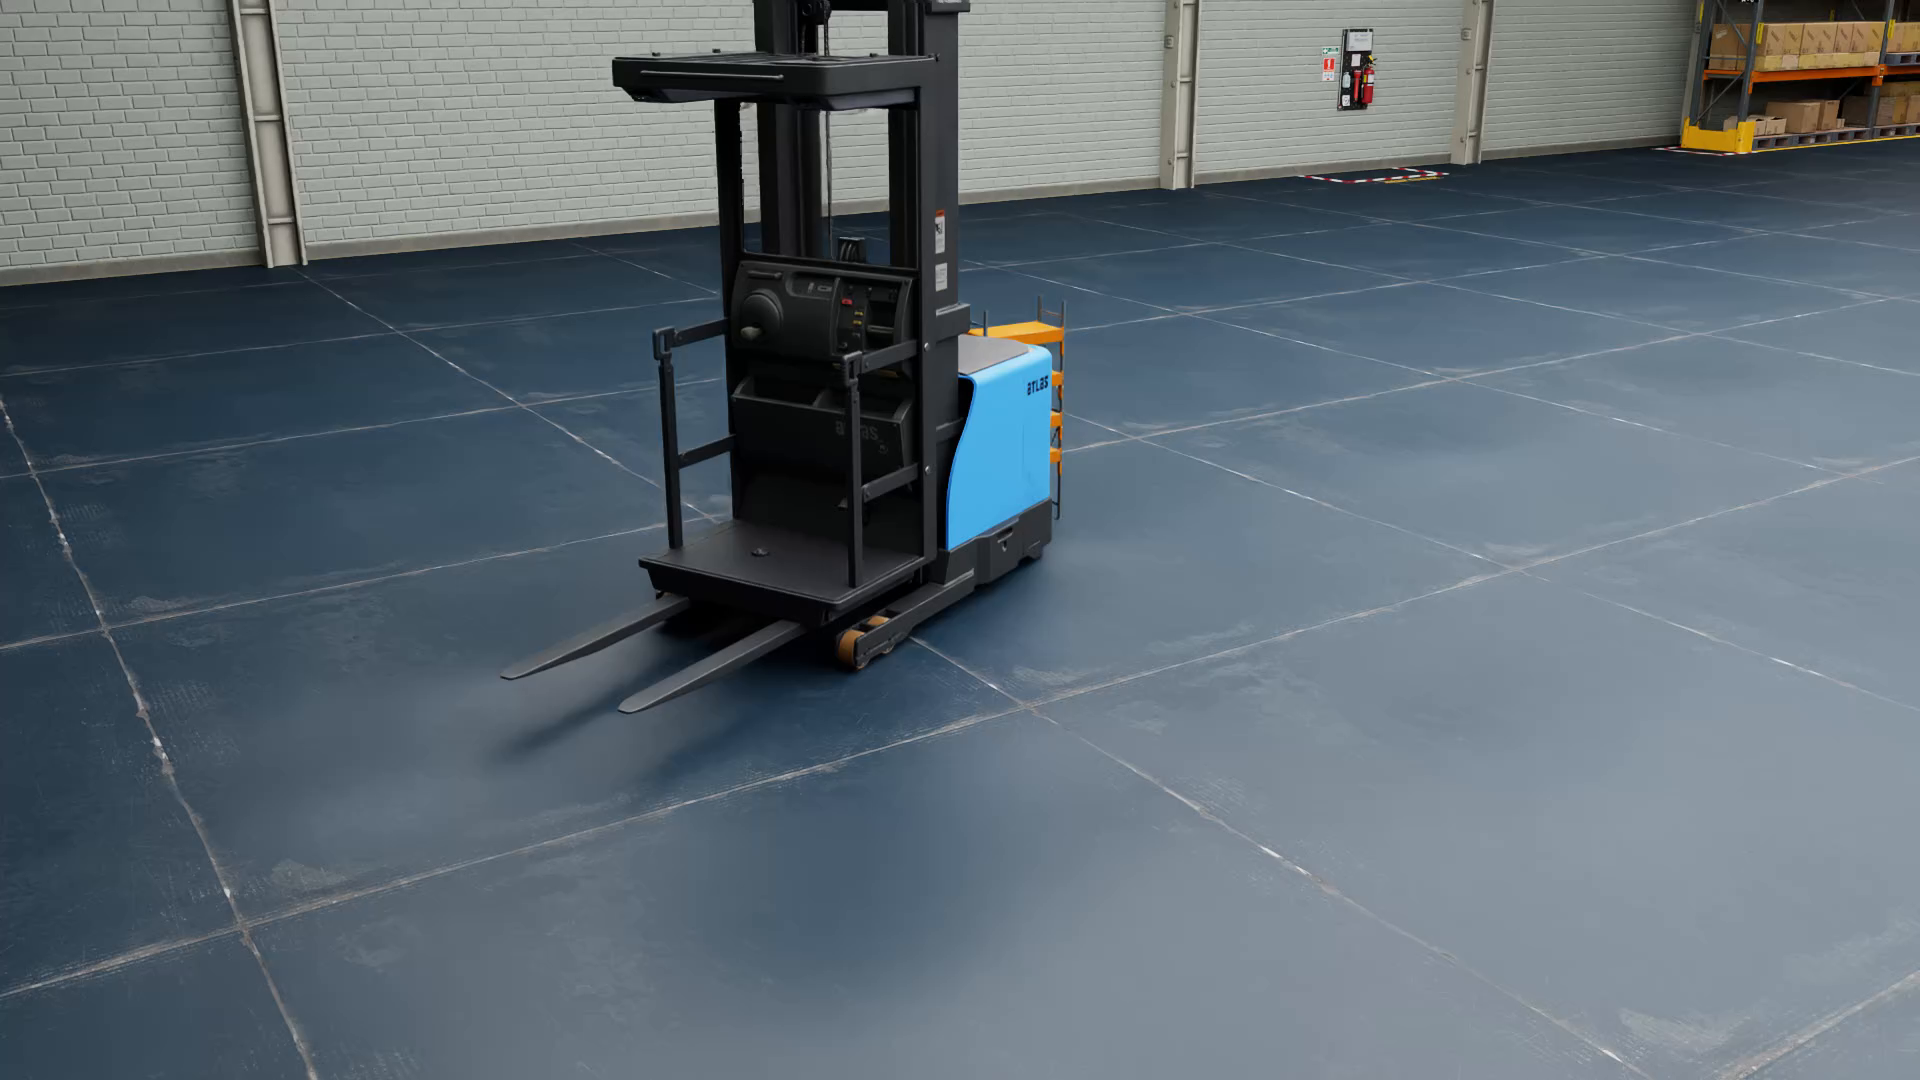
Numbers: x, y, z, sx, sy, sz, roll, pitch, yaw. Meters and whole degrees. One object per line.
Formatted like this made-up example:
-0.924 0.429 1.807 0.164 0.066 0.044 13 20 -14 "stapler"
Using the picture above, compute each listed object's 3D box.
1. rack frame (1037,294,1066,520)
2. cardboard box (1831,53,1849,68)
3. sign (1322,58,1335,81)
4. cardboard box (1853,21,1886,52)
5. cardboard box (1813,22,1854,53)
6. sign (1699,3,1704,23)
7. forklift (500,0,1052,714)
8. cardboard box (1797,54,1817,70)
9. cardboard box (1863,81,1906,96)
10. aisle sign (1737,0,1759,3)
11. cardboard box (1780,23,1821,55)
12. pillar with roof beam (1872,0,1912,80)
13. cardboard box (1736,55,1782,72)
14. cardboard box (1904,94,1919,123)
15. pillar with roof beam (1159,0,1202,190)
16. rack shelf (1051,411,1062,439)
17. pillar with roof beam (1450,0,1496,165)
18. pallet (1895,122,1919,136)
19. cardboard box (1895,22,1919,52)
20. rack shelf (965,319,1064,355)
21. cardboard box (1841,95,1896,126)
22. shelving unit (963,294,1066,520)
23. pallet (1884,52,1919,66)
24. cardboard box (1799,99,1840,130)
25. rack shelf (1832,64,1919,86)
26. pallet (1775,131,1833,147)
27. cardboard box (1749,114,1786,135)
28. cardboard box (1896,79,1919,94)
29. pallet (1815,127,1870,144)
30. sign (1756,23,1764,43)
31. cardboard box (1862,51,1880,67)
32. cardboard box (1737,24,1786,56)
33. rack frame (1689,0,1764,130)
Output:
0.483 -0.709 8.970 0.015 1.200 0.240 -11 22 -30 "rack frame"
15.240 -8.443 29.237 0.500 0.250 0.500 -12 22 -32 "cardboard box"
5.455 -6.962 24.600 0.234 0.329 0.001 -12 22 -31 "sign"
16.077 -8.975 29.640 0.500 0.500 0.500 -12 22 -32 "cardboard box"
15.236 -8.799 29.122 0.500 0.500 0.500 -13 22 -33 "cardboard box"
12.672 -8.993 28.360 0.005 0.325 0.100 -12 22 -31 "sign"
-0.725 -1.006 7.144 1.130 2.935 3.031 11 22 29 "forklift"
14.397 -8.265 28.713 0.500 0.250 0.500 -12 22 -32 "cardboard box"
17.273 -8.439 31.069 0.500 0.250 0.500 -12 22 -33 "cardboard box"
13.066 -9.281 27.455 0.004 0.787 0.394 -12 22 -31 "aisle sign"
14.378 -8.614 28.572 0.500 0.500 0.500 -13 22 -33 "cardboard box"
20.448 -11.245 27.955 0.400 9.000 9.100 -12 22 -31 "pillar with roof beam"
13.543 -8.082 28.170 0.500 0.250 0.500 -13 22 -33 "cardboard box"
17.759 -8.189 31.500 0.500 0.500 0.700 -12 22 -31 "cardboard box"
5.415 -8.074 18.576 0.400 9.000 9.100 -12 22 -31 "pillar with roof beam"
0.277 -0.604 8.867 0.480 0.148 0.258 -11 22 -30 "rack shelf"
10.426 -9.131 21.702 0.400 9.000 9.100 -12 22 -31 "pillar with roof beam"
17.971 -7.880 31.723 1.213 0.211 1.003 -12 22 -31 "pallet"
17.216 -9.280 30.667 0.500 0.500 0.700 -9 21 -26 "cardboard box"
0.277 -1.040 8.720 0.480 0.148 0.258 -11 22 -30 "rack shelf"
16.907 -8.005 30.957 0.500 0.500 0.700 -11 22 -30 "cardboard box"
0.277 -0.667 8.846 0.503 1.200 0.258 -11 22 -30 "shelving unit"
17.020 -8.852 30.544 1.213 0.211 1.003 -12 22 -31 "pallet"
15.457 -7.678 29.988 0.500 0.500 0.500 -14 23 -35 "cardboard box"
17.972 -8.859 31.388 4.000 0.370 1.077 -12 22 -31 "rack shelf"
14.740 -7.182 29.659 1.213 0.211 1.003 -12 22 -31 "pallet"
14.064 -7.275 29.093 0.500 0.311 0.500 -10 21 -27 "cardboard box"
18.132 -8.615 31.588 0.500 0.250 0.500 -12 22 -32 "cardboard box"
15.760 -7.398 30.299 1.213 0.211 1.003 -12 22 -31 "pallet"
13.259 -8.408 27.578 0.005 0.325 0.100 -12 22 -31 "sign"
16.073 -8.621 29.764 0.500 0.250 0.500 -12 22 -31 "cardboard box"
13.525 -8.440 28.058 0.500 0.500 0.500 -12 22 -31 "cardboard box"
12.961 -8.143 28.146 0.127 3.000 1.000 -12 22 -31 "rack frame"
